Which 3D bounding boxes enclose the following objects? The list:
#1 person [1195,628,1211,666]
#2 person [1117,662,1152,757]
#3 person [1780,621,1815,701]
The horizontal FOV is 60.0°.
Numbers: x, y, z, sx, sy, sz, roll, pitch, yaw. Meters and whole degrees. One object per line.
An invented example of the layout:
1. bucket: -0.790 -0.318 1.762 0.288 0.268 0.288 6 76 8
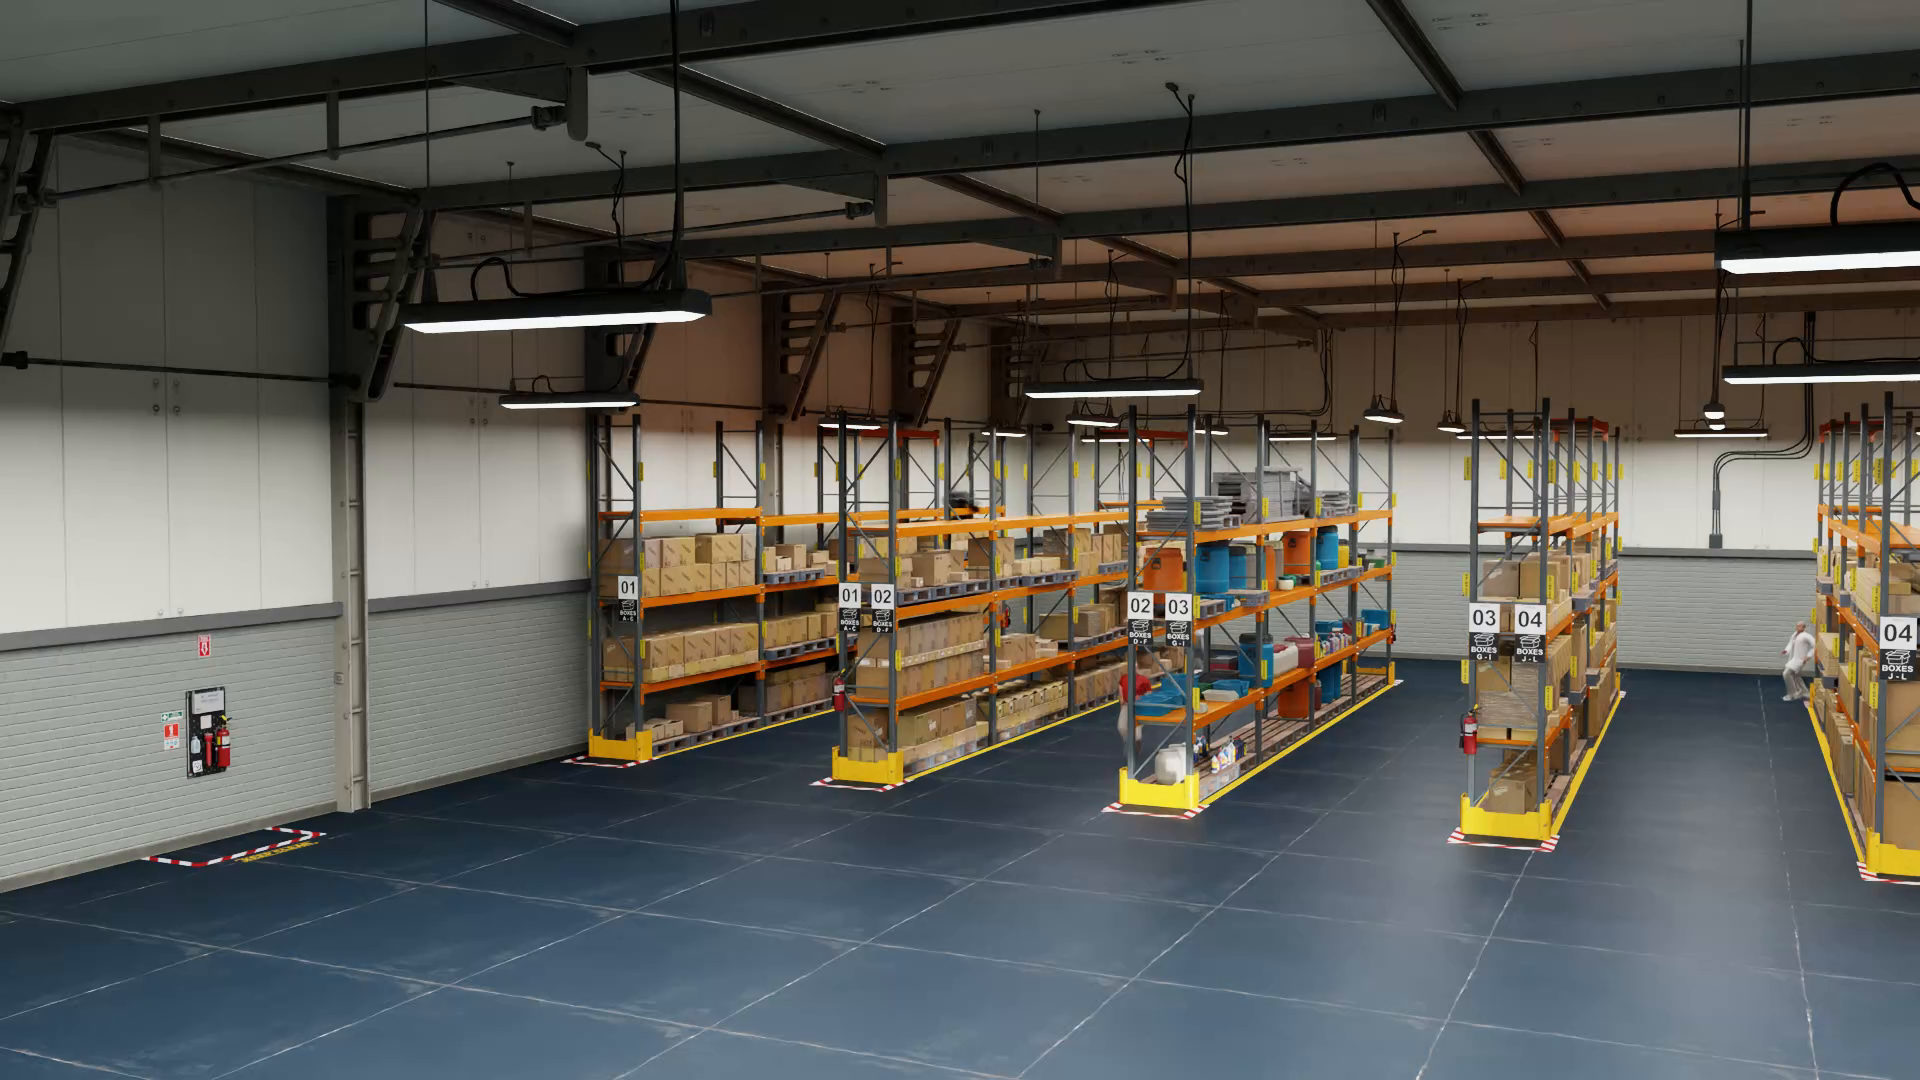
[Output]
1. person: 6.117 2.404 42.035 0.656 1.829 0.750 -1 3 -32
2. person: 3.017 2.956 28.985 0.655 1.690 0.687 1 3 23
3. person: 18.271 2.654 36.206 0.722 1.789 0.775 0 2 -1
